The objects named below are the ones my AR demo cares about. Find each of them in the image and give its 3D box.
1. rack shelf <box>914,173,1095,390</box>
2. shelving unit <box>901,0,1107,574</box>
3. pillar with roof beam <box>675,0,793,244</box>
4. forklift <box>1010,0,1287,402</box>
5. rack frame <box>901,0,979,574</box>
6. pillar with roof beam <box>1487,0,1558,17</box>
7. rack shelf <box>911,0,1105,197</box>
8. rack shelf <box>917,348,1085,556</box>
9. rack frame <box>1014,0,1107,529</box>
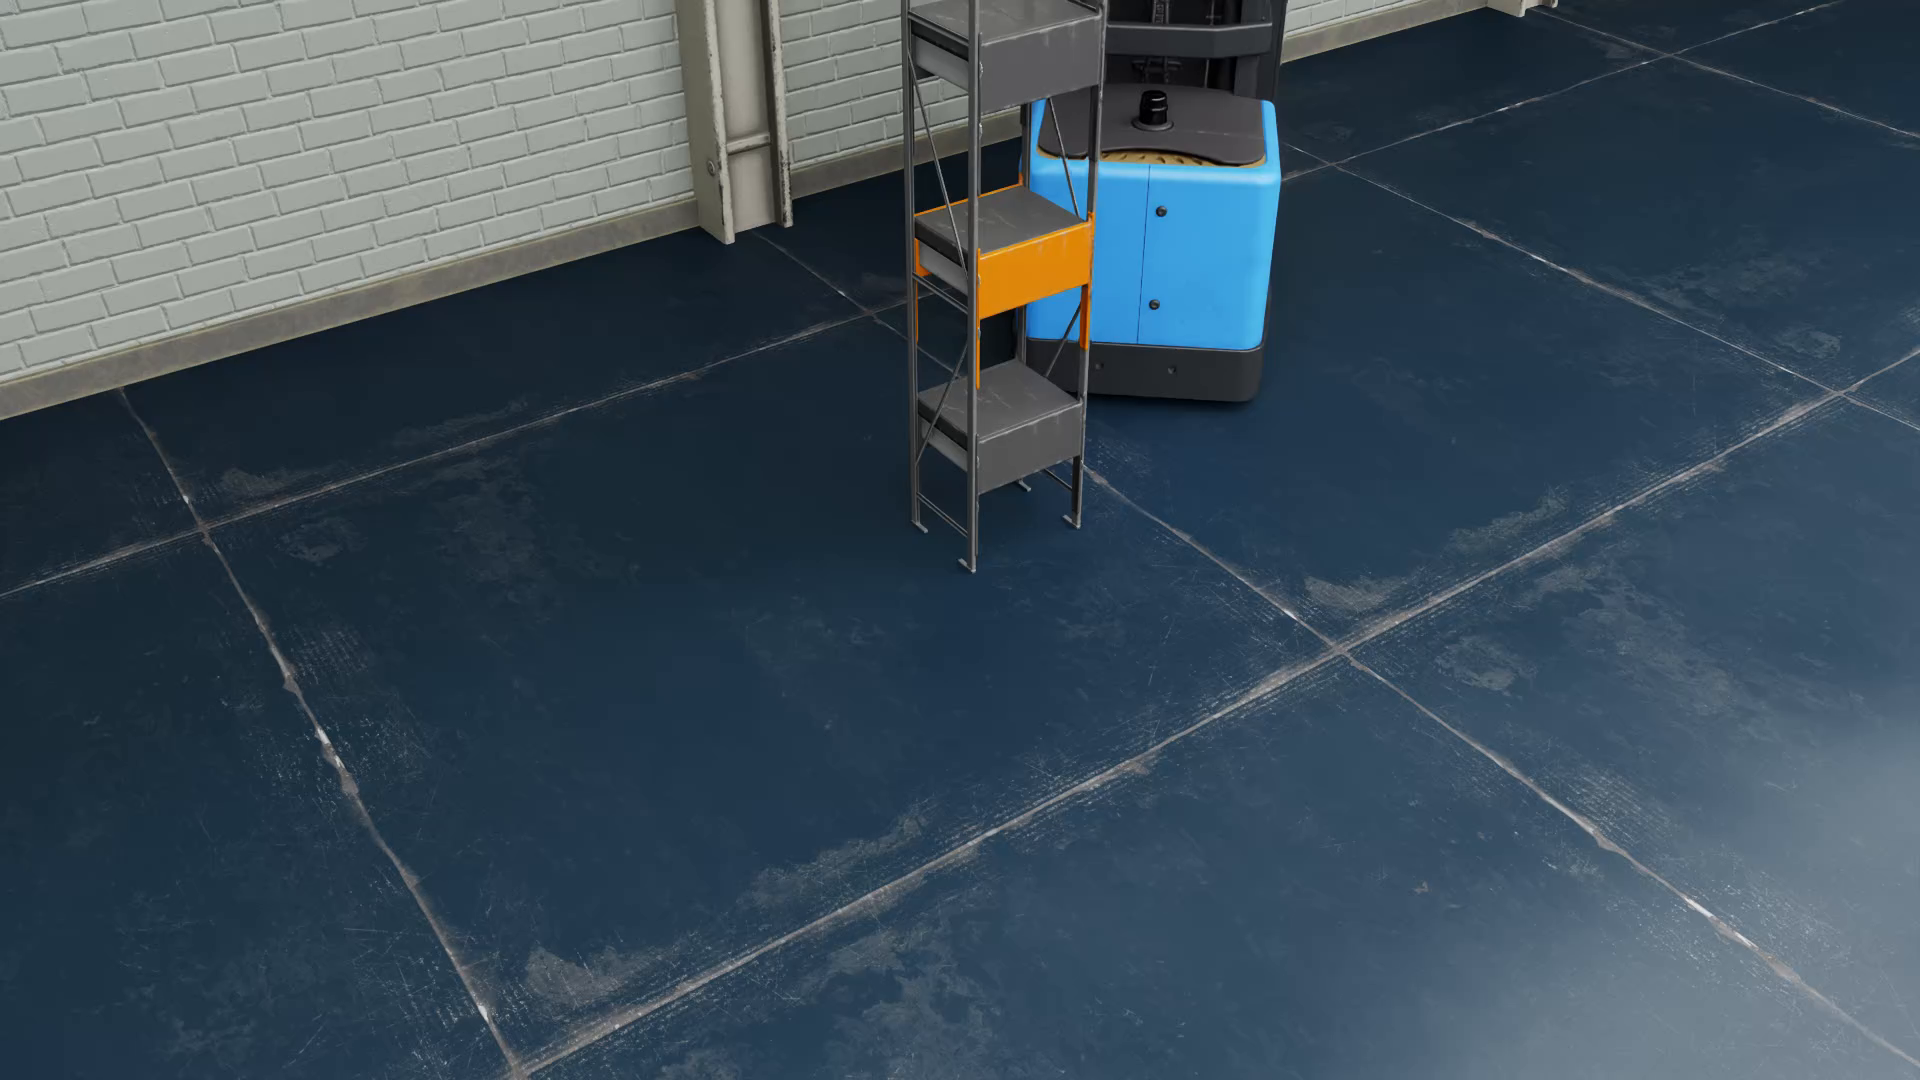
[{"bbox_3d":[0.135,-0.897,5.722,0.480,0.518,0.431,-22,41,-28],"label":"rack shelf"},{"bbox_3d":[0.135,-0.908,5.714,0.503,2.100,0.431,-22,41,-28],"label":"shelving unit"},{"bbox_3d":[1.383,-3.213,3.010,0.400,9.000,9.100,-22,41,-28],"label":"pillar with roof beam"},{"bbox_3d":[0.904,-2.613,7.373,1.130,2.935,3.031,4,36,5],"label":"forklift"},{"bbox_3d":[-0.064,-0.826,5.600,0.015,2.100,0.400,-22,41,-28],"label":"rack frame"},{"bbox_3d":[6.287,-5.231,5.816,0.400,9.000,9.100,-22,41,-28],"label":"pillar with roof beam"},{"bbox_3d":[0.135,-1.465,5.314,0.480,0.518,0.431,-22,41,-28],"label":"rack shelf"},{"bbox_3d":[0.135,-0.329,6.131,0.480,0.518,0.431,-22,41,-28],"label":"rack shelf"},{"bbox_3d":[0.335,-0.990,5.828,0.015,2.100,0.400,-22,41,-28],"label":"rack frame"}]
